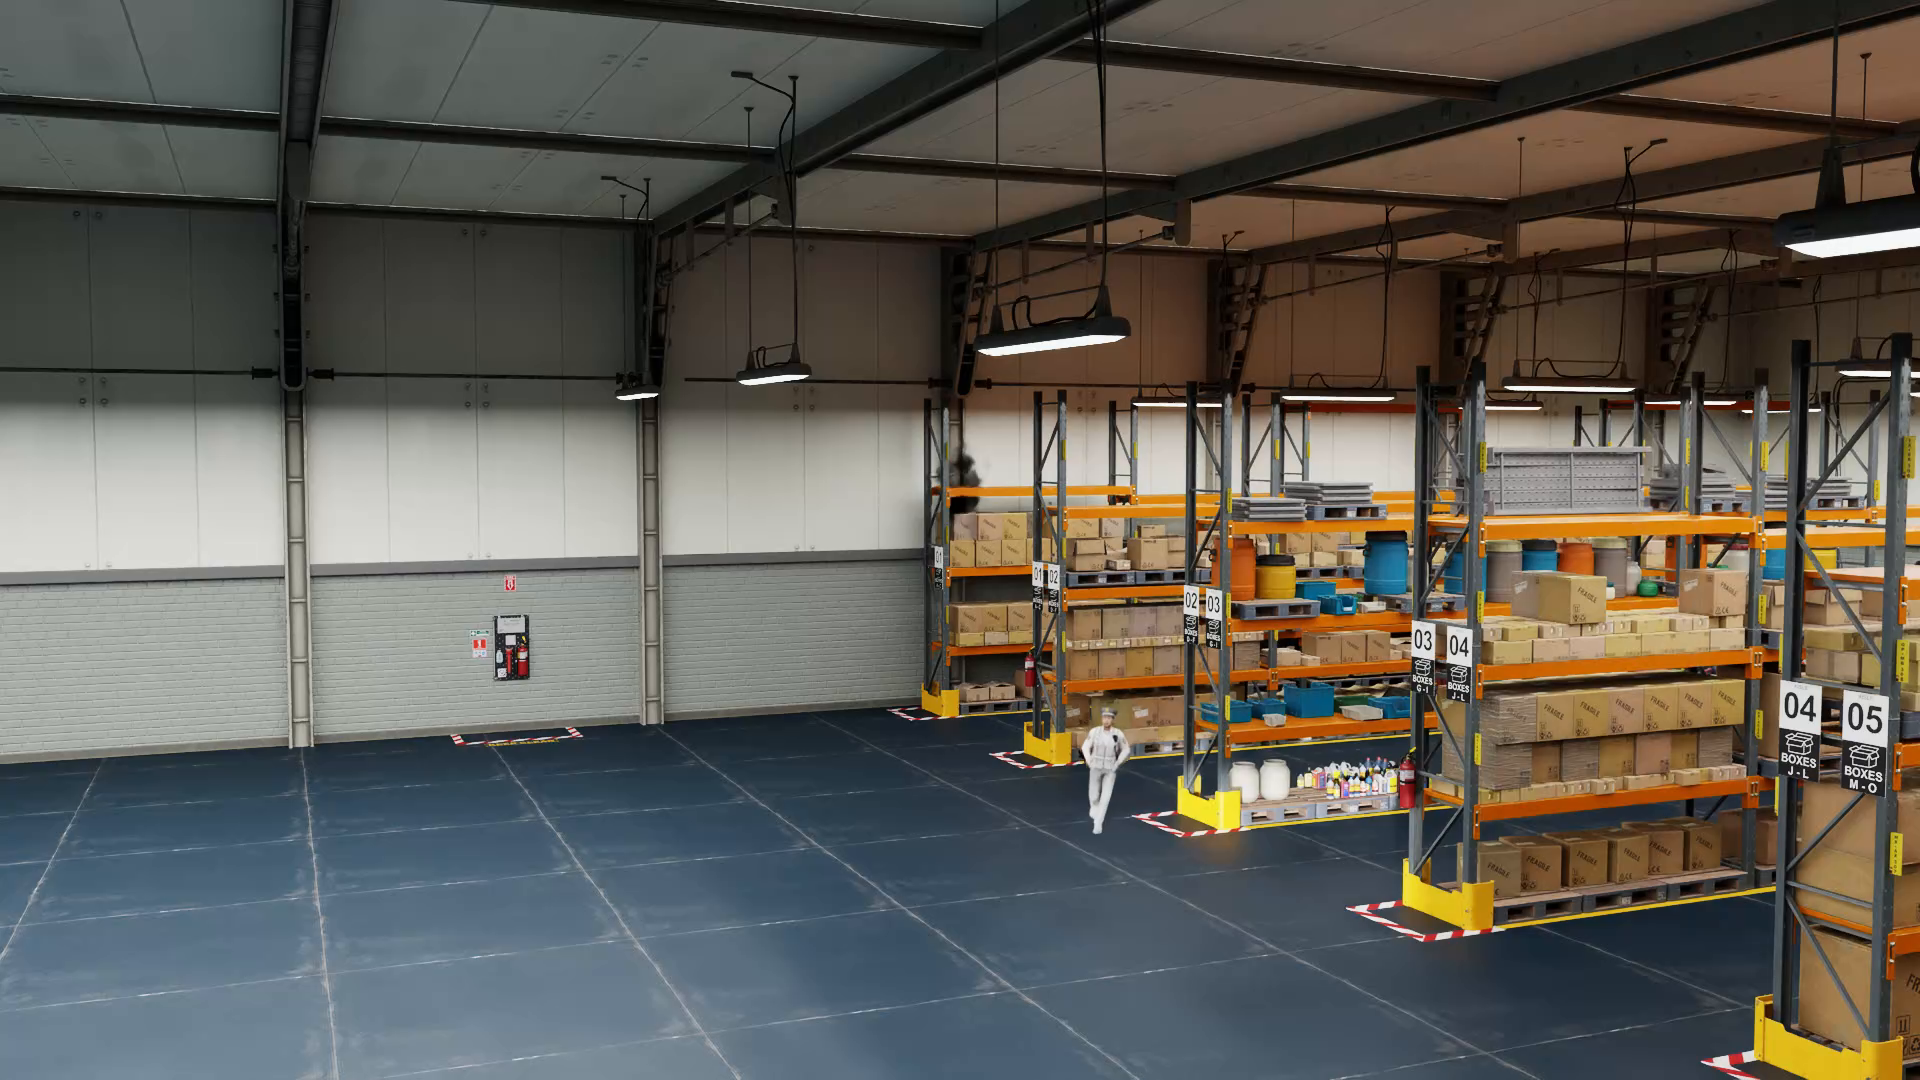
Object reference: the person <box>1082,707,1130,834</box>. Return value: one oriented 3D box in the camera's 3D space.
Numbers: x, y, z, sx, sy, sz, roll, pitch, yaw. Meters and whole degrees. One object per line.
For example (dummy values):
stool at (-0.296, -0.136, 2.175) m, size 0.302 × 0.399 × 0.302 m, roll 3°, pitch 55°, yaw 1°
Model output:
person at (1.947, 3.043, 22.194) m, size 0.637 × 1.661 × 0.622 m, roll 1°, pitch 3°, yaw 9°
